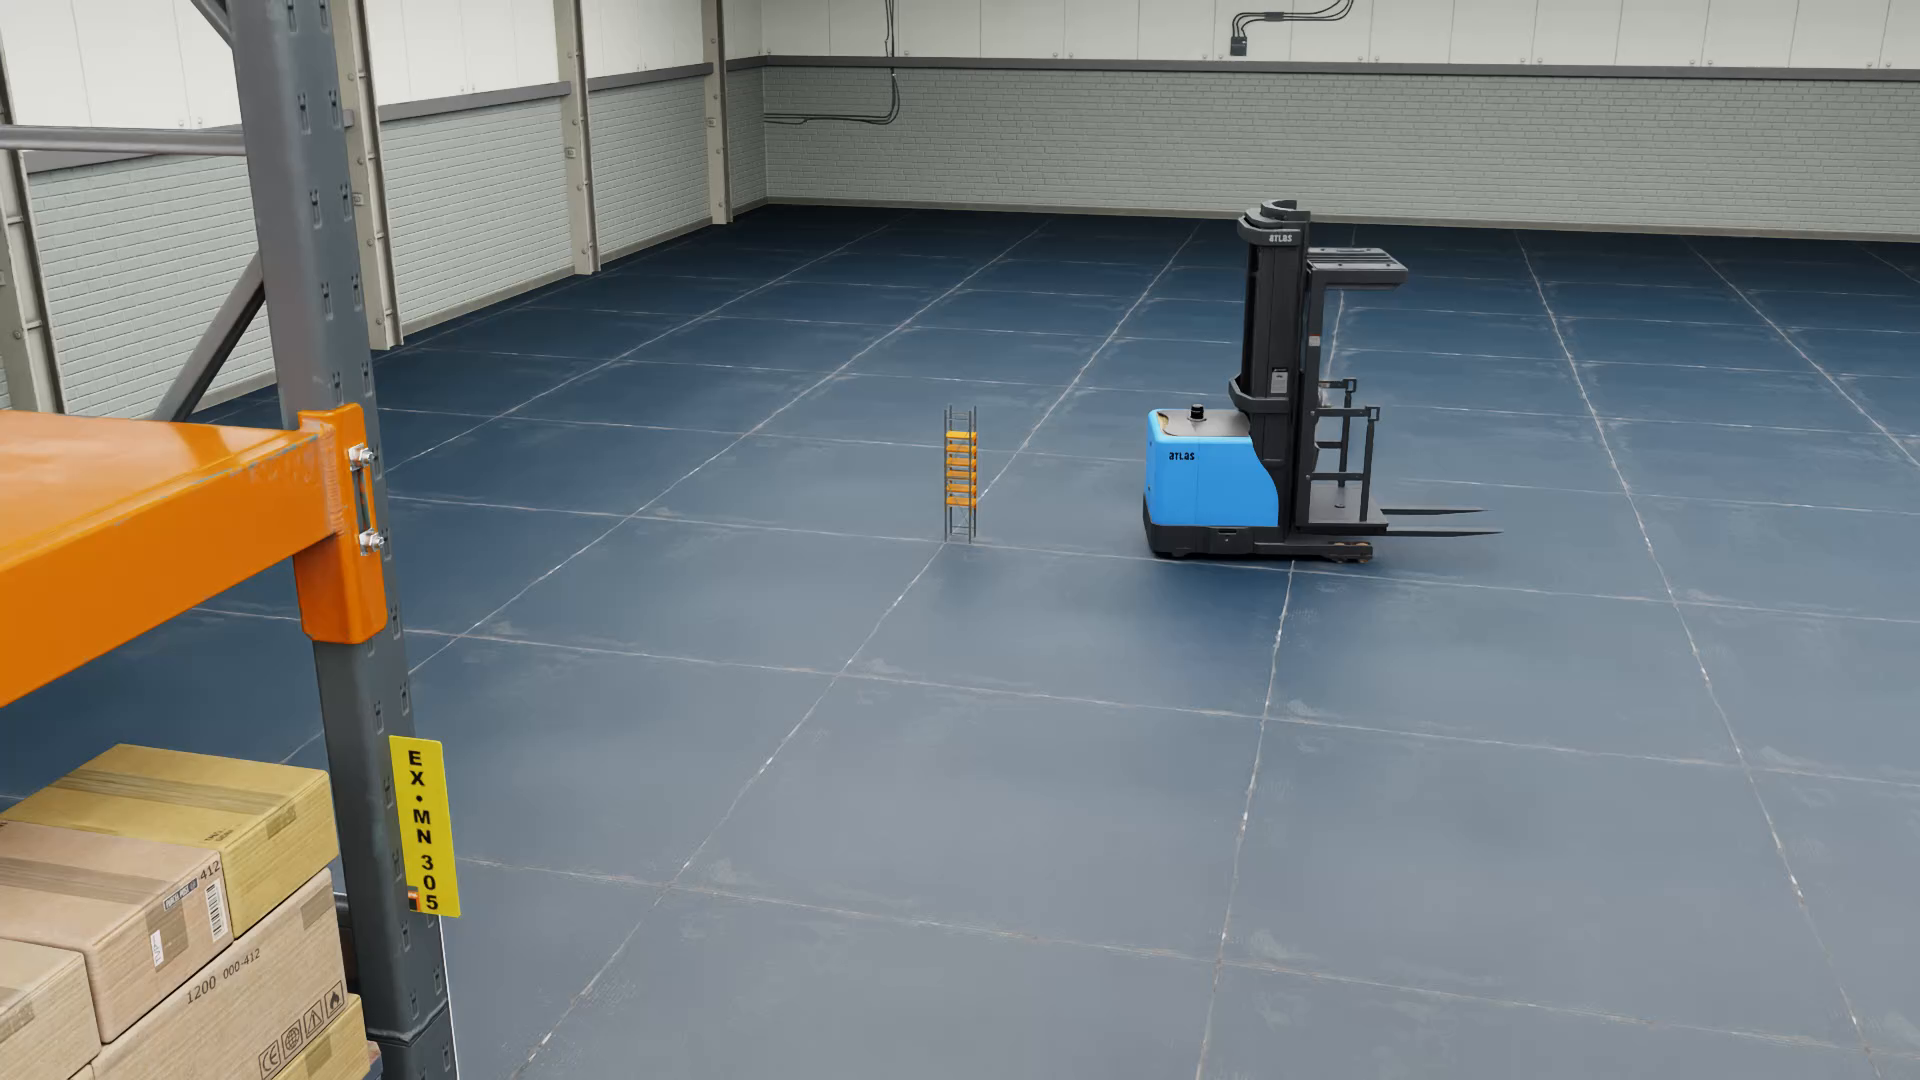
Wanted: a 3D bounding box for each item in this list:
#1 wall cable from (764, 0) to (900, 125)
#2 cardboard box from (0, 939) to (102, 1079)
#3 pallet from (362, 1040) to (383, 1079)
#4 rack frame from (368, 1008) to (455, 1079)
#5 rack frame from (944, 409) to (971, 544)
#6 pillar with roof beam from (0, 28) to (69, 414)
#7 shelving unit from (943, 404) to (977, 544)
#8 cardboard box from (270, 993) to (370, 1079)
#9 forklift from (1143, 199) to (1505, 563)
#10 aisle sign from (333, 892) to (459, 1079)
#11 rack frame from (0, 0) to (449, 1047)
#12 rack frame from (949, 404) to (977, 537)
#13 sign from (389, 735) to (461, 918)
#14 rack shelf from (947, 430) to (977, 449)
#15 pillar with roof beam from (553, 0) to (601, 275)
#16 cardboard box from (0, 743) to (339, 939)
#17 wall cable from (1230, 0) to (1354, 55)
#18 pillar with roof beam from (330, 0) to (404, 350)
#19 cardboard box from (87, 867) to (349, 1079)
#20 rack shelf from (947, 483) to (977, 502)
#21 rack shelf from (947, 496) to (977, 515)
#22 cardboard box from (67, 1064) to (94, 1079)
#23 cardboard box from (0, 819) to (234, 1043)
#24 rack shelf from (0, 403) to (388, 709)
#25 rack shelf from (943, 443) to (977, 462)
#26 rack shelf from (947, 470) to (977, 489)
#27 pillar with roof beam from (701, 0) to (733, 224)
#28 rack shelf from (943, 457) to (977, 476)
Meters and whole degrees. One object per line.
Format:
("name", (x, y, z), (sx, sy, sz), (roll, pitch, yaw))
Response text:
("wall cable", (-2.765, -9.963, 34.739), (3.097, 2.526, 0.112), (5, 19, 13))
("cardboard box", (-1.292, 0.598, 2.005), (0.380, 0.149, 0.250), (5, 19, 14))
("pallet", (-1.585, 1.087, 2.360), (1.003, 0.211, 1.213), (5, 19, 13))
("rack frame", (-1.414, 2.231, 3.514), (1.000, 3.000, 0.127), (5, 19, 13))
("rack frame", (-0.019, -0.544, 14.423), (0.240, 1.200, 0.006), (5, 19, 13))
("pillar with roof beam", (-4.990, -4.632, 14.326), (9.100, 9.000, 0.400), (5, 19, 13))
("shelving unit", (0.004, -0.572, 14.507), (0.258, 1.200, 0.189), (5, 19, 13))
("cardboard box", (-1.166, 0.816, 2.602), (0.380, 0.149, 0.250), (5, 19, 13))
("forklift", (3.155, -1.369, 14.163), (3.031, 2.935, 1.130), (1, 19, 2))
("aisle sign", (-1.105, 1.003, 3.090), (0.394, 0.787, 0.004), (5, 19, 13))
("rack frame", (-1.414, -0.608, 2.544), (1.000, 3.000, 0.127), (5, 19, 13))
("rack frame", (0.026, -0.601, 14.591), (0.240, 1.200, 0.006), (5, 19, 13))
("sign", (-0.891, 0.478, 2.761), (0.100, 0.325, 0.005), (5, 19, 13))
("rack shelf", (0.004, -0.871, 14.405), (0.258, 0.103, 0.180), (5, 19, 13))
("pillar with roof beam", (-2.058, -8.393, 25.338), (9.100, 9.000, 0.400), (5, 19, 13))
("cardboard box", (-1.167, 0.440, 2.469), (0.380, 0.149, 0.250), (5, 19, 14))
("wall cable", (6.437, -12.287, 31.477), (2.305, 6.003, 0.169), (5, 19, 13))
("pillar with roof beam", (-3.524, -6.512, 19.832), (9.100, 9.000, 0.400), (5, 19, 13))
("cardboard box", (-1.262, 0.672, 2.408), (0.500, 0.250, 0.500), (5, 19, 14))
("rack shelf", (0.004, -0.417, 14.560), (0.258, 0.103, 0.180), (5, 19, 13))
("rack shelf", (0.004, -0.303, 14.599), (0.258, 0.103, 0.180), (5, 19, 13))
("cardboard box", (-1.385, 0.828, 1.949), (0.500, 0.250, 0.500), (5, 19, 13))
("cardboard box", (-1.229, 0.518, 2.241), (0.380, 0.149, 0.250), (5, 19, 14))
("rack shelf", (-1.902, 0.549, 0.890), (1.077, 0.370, 4.000), (5, 19, 13))
("rack shelf", (0.004, -0.757, 14.444), (0.258, 0.103, 0.180), (5, 19, 13))
("rack shelf", (0.004, -0.530, 14.521), (0.258, 0.103, 0.180), (5, 19, 13))
("pillar with roof beam", (-0.592, -10.274, 30.844), (9.100, 9.000, 0.400), (5, 19, 13))
("rack shelf", (0.004, -0.644, 14.482), (0.258, 0.103, 0.180), (5, 19, 13))
